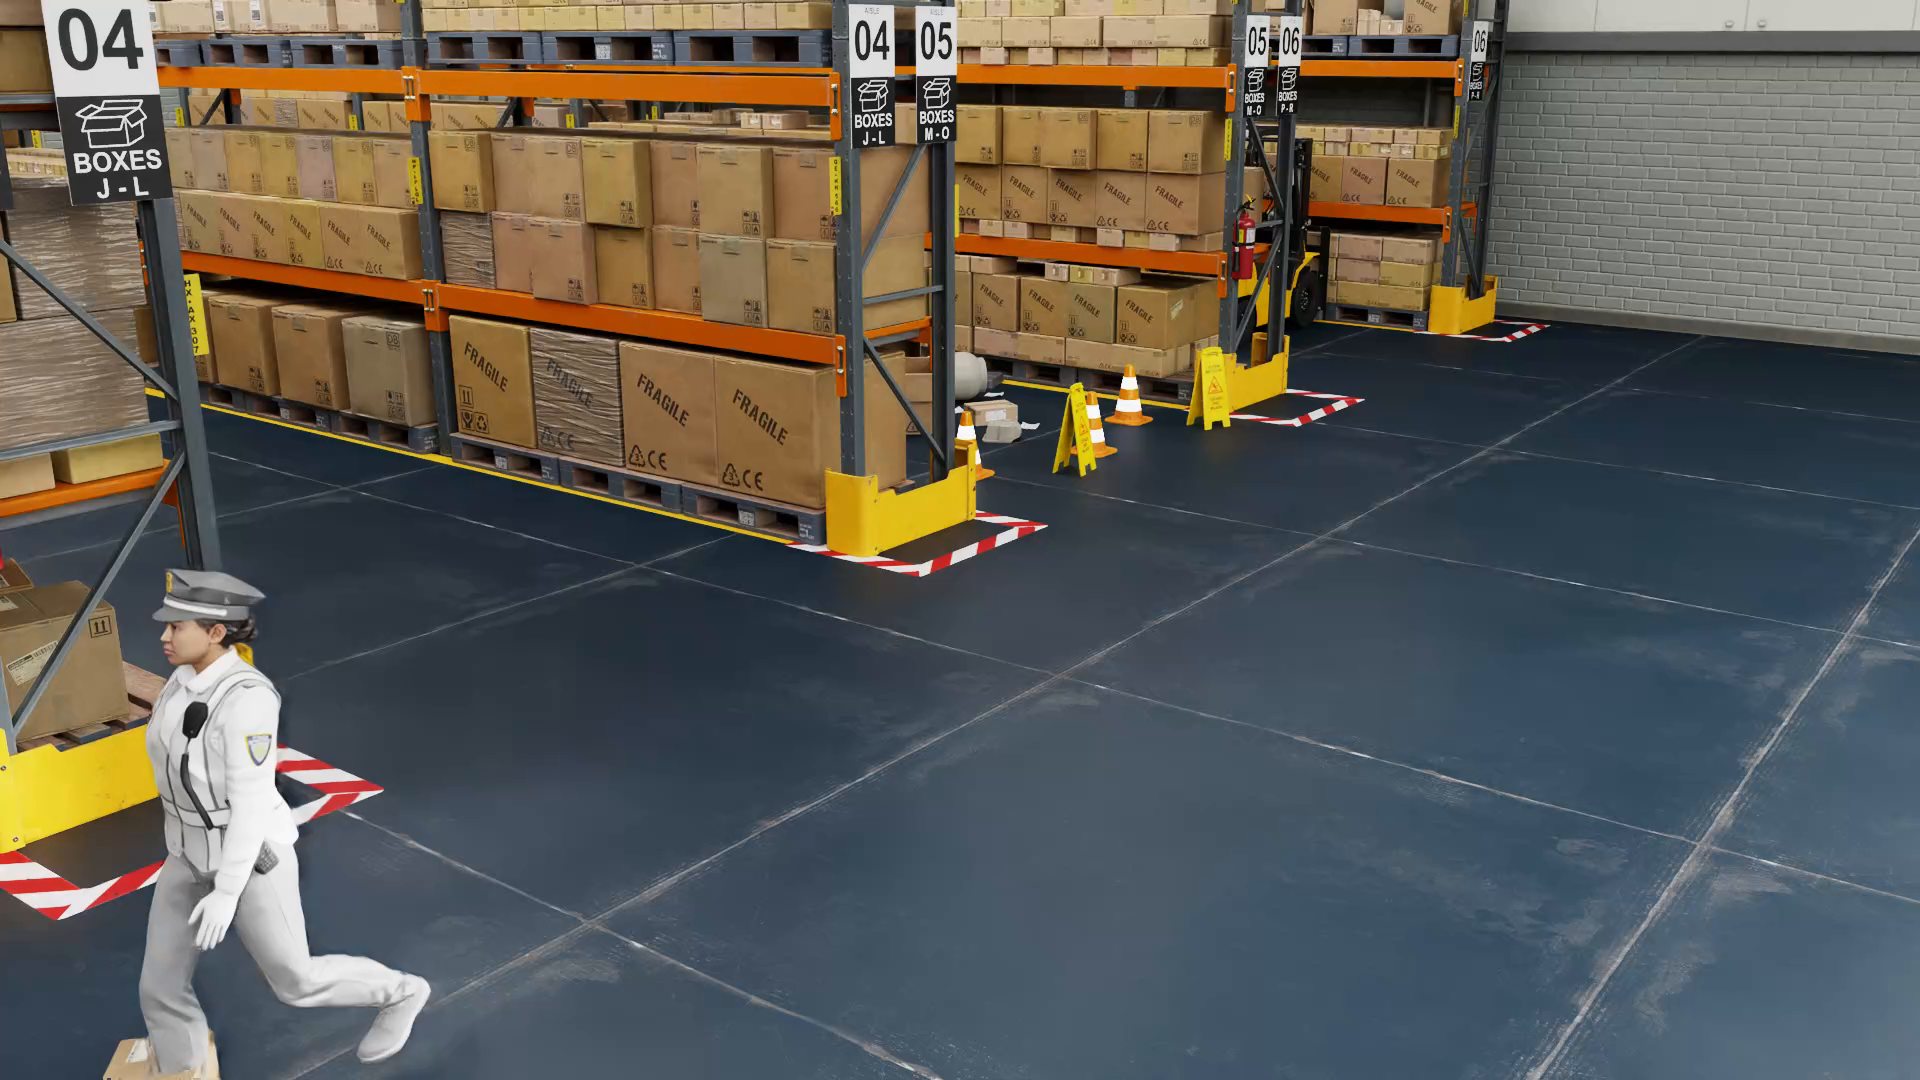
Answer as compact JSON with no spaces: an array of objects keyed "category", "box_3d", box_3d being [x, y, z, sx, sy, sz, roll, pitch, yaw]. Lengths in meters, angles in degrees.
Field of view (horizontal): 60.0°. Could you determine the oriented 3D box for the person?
[{"category":"person","box_3d":[-1.980,0.851,4.608,0.485,1.643,0.921,12,20,35]}]
